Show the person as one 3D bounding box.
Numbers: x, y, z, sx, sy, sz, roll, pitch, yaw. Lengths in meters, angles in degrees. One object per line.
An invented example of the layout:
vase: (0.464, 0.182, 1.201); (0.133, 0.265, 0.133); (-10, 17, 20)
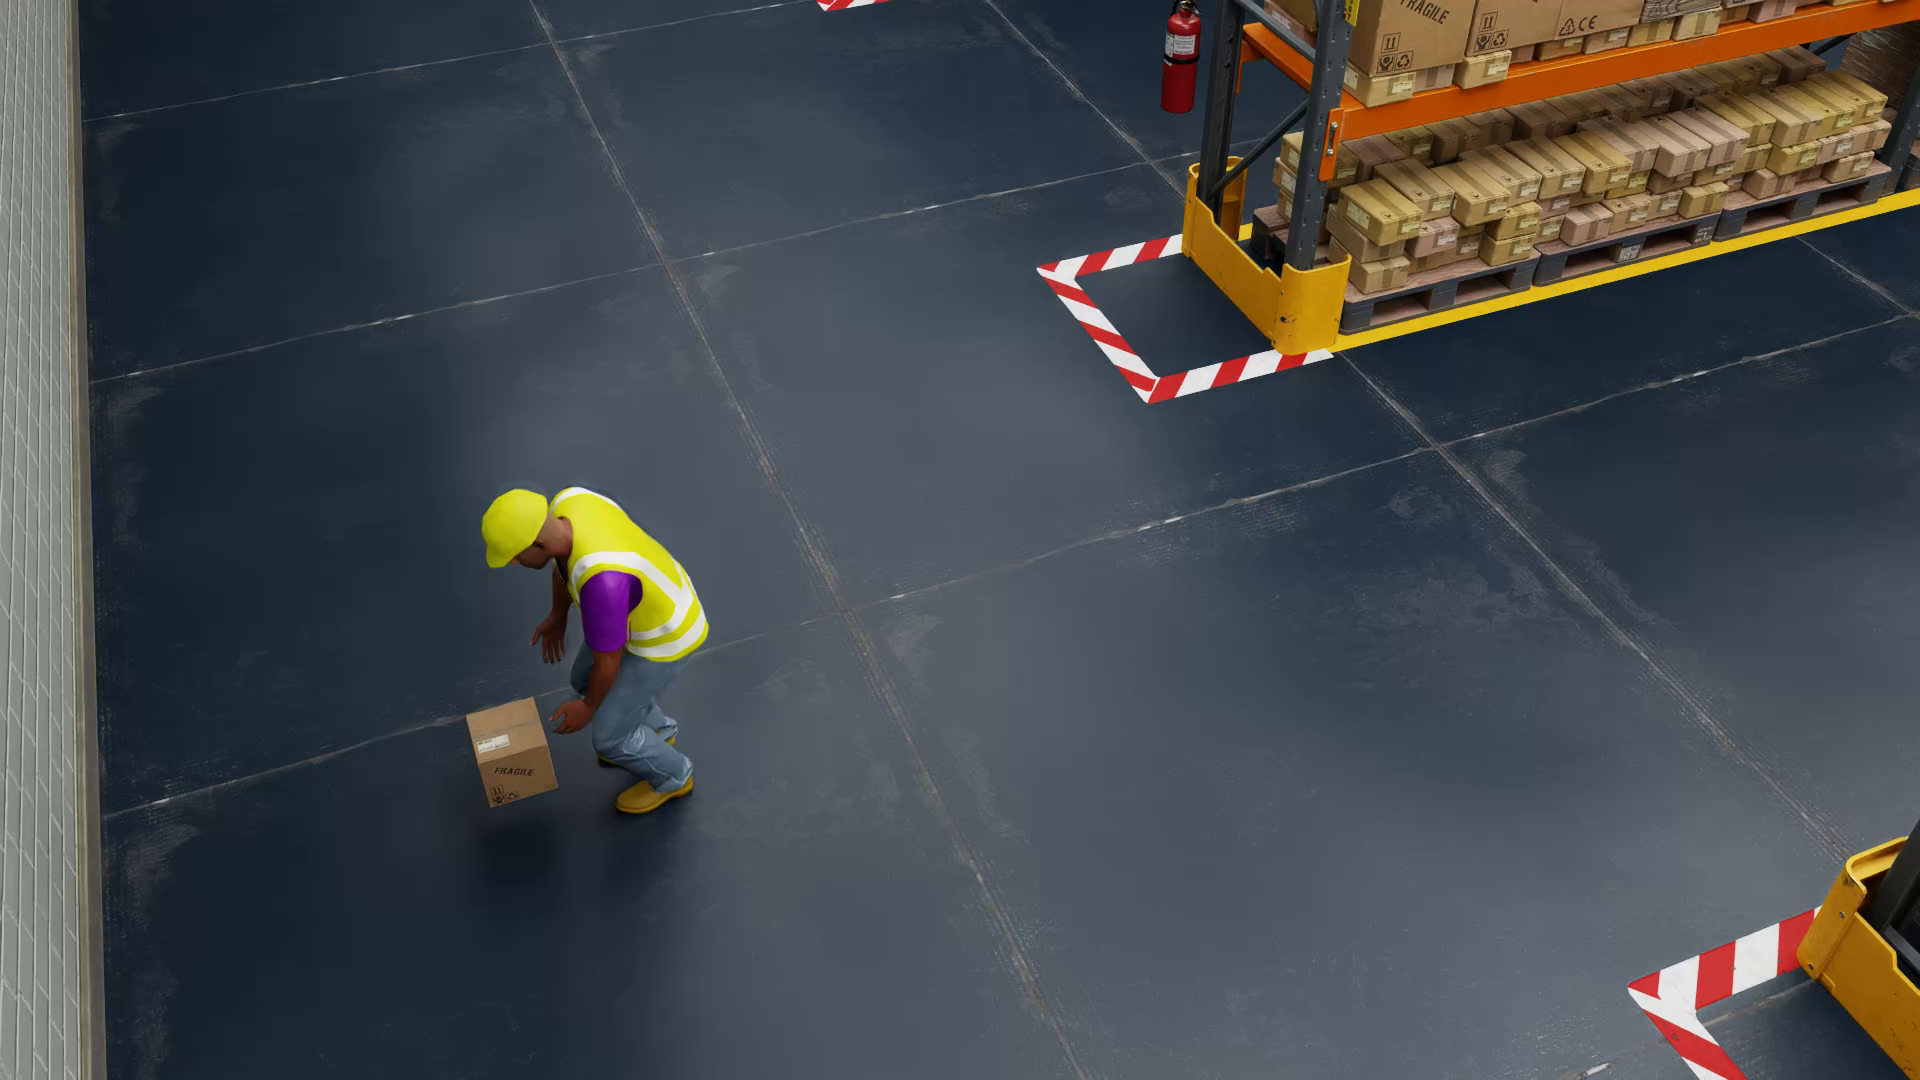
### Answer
person: (-1.240, 0.368, 5.913); (0.687, 1.517, 0.627); (-15, 44, -16)
